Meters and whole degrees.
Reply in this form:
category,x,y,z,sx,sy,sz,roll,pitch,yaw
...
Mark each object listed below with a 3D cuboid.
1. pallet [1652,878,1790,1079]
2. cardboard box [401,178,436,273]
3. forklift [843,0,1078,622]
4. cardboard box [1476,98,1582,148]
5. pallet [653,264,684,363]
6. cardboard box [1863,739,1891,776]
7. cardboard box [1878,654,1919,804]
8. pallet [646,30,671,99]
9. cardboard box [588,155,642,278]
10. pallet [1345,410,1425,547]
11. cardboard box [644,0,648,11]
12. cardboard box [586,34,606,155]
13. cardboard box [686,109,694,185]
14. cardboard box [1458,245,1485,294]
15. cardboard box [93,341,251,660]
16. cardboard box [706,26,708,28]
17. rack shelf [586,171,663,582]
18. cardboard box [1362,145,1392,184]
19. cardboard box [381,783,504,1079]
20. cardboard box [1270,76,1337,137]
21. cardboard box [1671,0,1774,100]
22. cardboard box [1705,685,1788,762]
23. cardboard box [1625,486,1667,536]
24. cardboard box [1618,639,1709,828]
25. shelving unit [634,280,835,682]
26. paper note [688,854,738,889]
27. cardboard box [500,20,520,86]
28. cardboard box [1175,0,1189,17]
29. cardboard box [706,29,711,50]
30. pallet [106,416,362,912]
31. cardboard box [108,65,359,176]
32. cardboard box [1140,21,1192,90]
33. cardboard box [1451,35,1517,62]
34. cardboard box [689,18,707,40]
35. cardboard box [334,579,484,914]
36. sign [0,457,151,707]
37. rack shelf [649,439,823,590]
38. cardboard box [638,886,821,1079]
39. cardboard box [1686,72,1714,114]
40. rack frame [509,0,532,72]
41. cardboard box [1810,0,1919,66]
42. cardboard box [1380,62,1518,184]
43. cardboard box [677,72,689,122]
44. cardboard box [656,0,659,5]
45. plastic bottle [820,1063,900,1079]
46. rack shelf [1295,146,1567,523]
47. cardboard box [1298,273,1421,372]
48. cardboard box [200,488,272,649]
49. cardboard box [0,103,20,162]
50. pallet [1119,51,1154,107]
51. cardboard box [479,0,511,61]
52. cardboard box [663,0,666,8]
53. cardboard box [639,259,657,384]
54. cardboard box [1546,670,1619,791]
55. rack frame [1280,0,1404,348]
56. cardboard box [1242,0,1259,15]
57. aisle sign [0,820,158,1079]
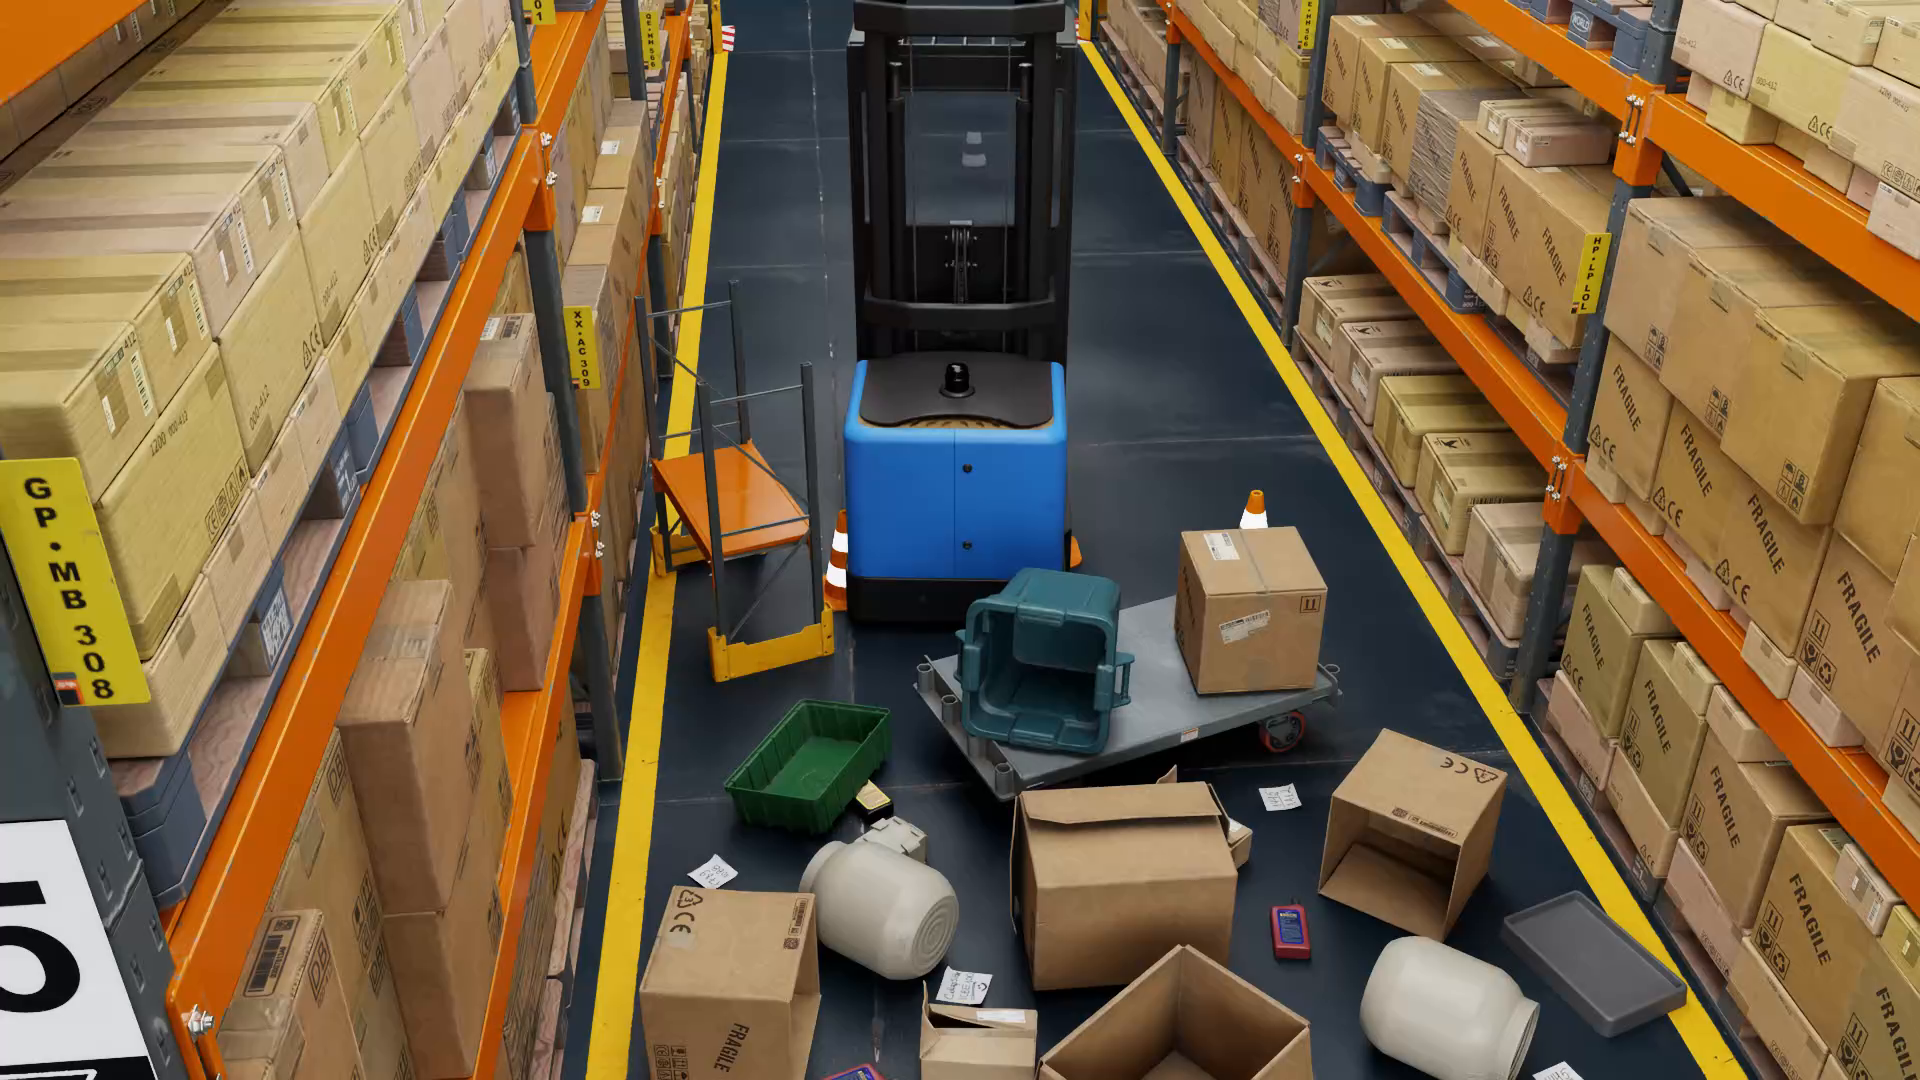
category,x,y,z,sx,sy,sz,roll,pitch,yaw
pallet,3.200,1.606,5.856,1.003,0.211,1.213,-3,31,-5
cardboard box,-1.438,-0.722,3.846,0.380,0.149,0.250,-3,31,-5
forklift,0.018,-1.579,8.535,1.130,2.935,3.031,1,31,1
cardboard box,2.591,-1.901,7.578,0.380,0.149,0.250,-4,31,-7
pallet,-2.379,-1.512,11.076,1.003,0.211,1.213,-3,31,-5
cardboard box,2.987,0.631,5.013,0.380,0.149,0.250,-3,31,-5
cardboard box,2.948,0.539,4.535,0.500,0.500,0.500,-3,31,-5
pallet,-2.533,-3.237,11.431,1.003,0.211,1.213,-3,31,-5
cardboard box,-1.906,-1.626,8.450,0.500,0.500,0.500,-3,31,-5
pallet,2.794,-0.382,9.183,1.003,0.211,1.213,-3,31,-5
cardboard box,-2.282,-3.555,11.031,0.380,0.149,0.250,-2,31,-3
cardboard box,-2.227,-2.295,8.594,0.700,0.500,0.500,-3,31,-5
cardboard box,-2.361,-3.094,13.033,0.500,0.500,0.500,-3,31,-6
cardboard box,2.568,-1.274,7.794,0.380,0.149,0.250,-3,31,-4
cardboard box,-1.350,-0.059,2.348,0.500,0.250,0.500,-3,31,-5
cardboard box,-2.722,-5.223,16.650,0.380,0.149,0.250,-4,31,-6
rack shelf,-2.121,-0.981,8.168,1.077,0.370,4.000,-3,31,-5
cardboard box,2.434,-2.068,9.122,0.380,0.149,0.250,-3,31,-4
cardboard box,-1.640,0.951,4.087,0.875,0.550,0.550,-3,31,-5
cardboard box,2.306,-2.781,10.626,0.500,0.250,0.500,-4,31,-6
cardboard box,2.754,-1.670,5.552,0.500,0.250,0.500,-3,31,-6
cardboard box,2.801,0.623,5.690,0.380,0.149,0.250,-1,31,-2
cardboard box,2.770,-0.147,6.315,0.380,0.149,0.250,-2,31,-3
cardboard box,2.833,0.708,6.180,0.500,0.500,0.500,-2,31,-3
shelving unit,-1.076,-0.300,7.790,0.587,1.500,1.083,-13,33,-21
paper note,-0.969,1.306,6.533,0.142,0.020,0.147,27,40,37
cardboard box,-1.581,-1.501,5.150,0.380,0.149,0.250,-3,31,-5
cardboard box,2.016,-4.340,13.237,0.500,0.250,0.500,-3,31,-6
cardboard box,-2.673,-4.966,16.510,0.380,0.149,0.250,-2,31,-3
pallet,-1.640,0.146,2.742,1.003,0.211,1.213,-3,31,-5
cardboard box,-1.392,-0.806,3.210,0.380,0.149,0.250,-3,31,-5
cardboard box,2.202,-4.505,15.455,0.875,0.438,0.875,-4,31,-6
cardboard box,2.990,-2.468,9.160,0.500,0.500,0.500,-3,31,-5
cardboard box,-2.595,-4.822,15.688,0.380,0.149,0.250,-2,31,-3
cardboard box,-1.616,0.486,3.812,0.875,0.550,0.550,-3,31,-5
sign,-1.007,0.053,1.881,0.100,0.325,0.005,-3,31,-5
rack shelf,-1.072,-0.142,7.875,0.538,0.185,1.000,-13,33,-21
cardboard box,-0.767,1.547,5.670,0.500,0.500,0.500,2,31,4
cardboard box,2.768,-1.564,5.764,0.380,0.149,0.250,-3,31,-5
rack frame,-1.934,-2.844,4.736,1.000,3.000,0.127,-3,31,-5
cardboard box,2.757,-1.501,4.880,0.380,0.149,0.250,-3,31,-5
cardboard box,2.535,-2.173,8.665,0.500,0.500,0.500,-2,31,-4
cardboard box,-2.360,-3.414,12.837,0.500,0.250,0.500,-4,31,-6
cardboard box,-2.371,-3.958,11.997,0.380,0.149,0.250,-4,31,-6
plastic bottle,-0.349,1.844,5.603,0.283,0.061,0.133,-14,33,-22
rack shelf,2.798,-1.269,8.651,1.077,0.370,4.000,-3,31,-5
cardboard box,2.654,-1.362,10.259,0.950,0.372,0.625,-5,31,-8
cardboard box,-1.297,0.050,2.553,0.380,0.149,0.250,-2,31,-4
cardboard box,-2.048,-0.776,3.160,0.380,0.149,0.250,-3,31,-5
pallet,2.127,-4.461,16.012,1.003,0.211,1.213,-3,31,-5
cardboard box,-1.632,-1.604,4.934,0.500,0.250,0.500,-3,31,-5
cardboard box,-2.422,-4.099,12.523,0.380,0.149,0.250,-3,31,-4
cardboard box,-2.340,-1.210,9.635,1.050,0.750,0.750,-3,31,-5
cardboard box,2.771,0.757,6.829,0.500,0.250,0.500,-4,31,-7
rack frame,2.611,-2.599,10.176,1.000,3.000,0.127,-3,31,-5
cardboard box,2.207,-3.838,11.178,0.500,0.500,0.500,-3,31,-5
aisle sign,-1.255,0.680,2.152,0.394,0.787,0.004,-3,31,-5
